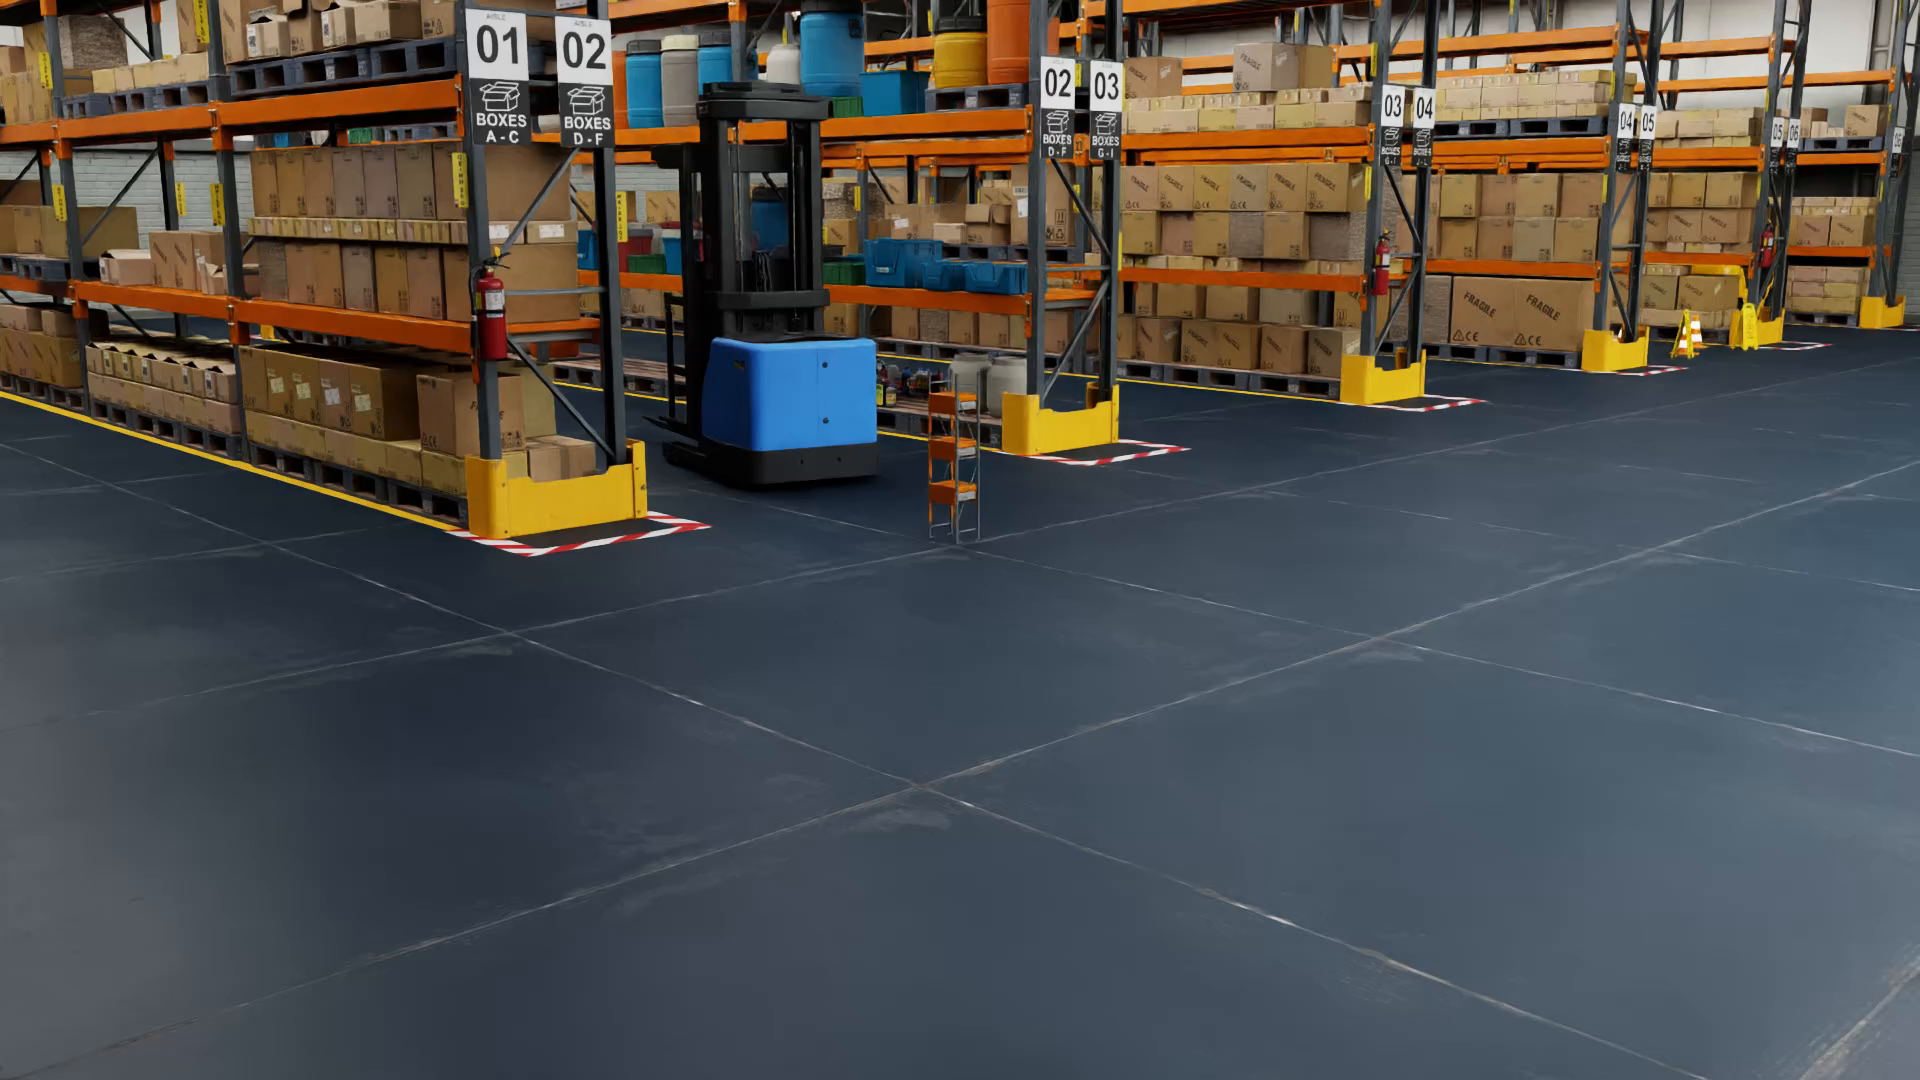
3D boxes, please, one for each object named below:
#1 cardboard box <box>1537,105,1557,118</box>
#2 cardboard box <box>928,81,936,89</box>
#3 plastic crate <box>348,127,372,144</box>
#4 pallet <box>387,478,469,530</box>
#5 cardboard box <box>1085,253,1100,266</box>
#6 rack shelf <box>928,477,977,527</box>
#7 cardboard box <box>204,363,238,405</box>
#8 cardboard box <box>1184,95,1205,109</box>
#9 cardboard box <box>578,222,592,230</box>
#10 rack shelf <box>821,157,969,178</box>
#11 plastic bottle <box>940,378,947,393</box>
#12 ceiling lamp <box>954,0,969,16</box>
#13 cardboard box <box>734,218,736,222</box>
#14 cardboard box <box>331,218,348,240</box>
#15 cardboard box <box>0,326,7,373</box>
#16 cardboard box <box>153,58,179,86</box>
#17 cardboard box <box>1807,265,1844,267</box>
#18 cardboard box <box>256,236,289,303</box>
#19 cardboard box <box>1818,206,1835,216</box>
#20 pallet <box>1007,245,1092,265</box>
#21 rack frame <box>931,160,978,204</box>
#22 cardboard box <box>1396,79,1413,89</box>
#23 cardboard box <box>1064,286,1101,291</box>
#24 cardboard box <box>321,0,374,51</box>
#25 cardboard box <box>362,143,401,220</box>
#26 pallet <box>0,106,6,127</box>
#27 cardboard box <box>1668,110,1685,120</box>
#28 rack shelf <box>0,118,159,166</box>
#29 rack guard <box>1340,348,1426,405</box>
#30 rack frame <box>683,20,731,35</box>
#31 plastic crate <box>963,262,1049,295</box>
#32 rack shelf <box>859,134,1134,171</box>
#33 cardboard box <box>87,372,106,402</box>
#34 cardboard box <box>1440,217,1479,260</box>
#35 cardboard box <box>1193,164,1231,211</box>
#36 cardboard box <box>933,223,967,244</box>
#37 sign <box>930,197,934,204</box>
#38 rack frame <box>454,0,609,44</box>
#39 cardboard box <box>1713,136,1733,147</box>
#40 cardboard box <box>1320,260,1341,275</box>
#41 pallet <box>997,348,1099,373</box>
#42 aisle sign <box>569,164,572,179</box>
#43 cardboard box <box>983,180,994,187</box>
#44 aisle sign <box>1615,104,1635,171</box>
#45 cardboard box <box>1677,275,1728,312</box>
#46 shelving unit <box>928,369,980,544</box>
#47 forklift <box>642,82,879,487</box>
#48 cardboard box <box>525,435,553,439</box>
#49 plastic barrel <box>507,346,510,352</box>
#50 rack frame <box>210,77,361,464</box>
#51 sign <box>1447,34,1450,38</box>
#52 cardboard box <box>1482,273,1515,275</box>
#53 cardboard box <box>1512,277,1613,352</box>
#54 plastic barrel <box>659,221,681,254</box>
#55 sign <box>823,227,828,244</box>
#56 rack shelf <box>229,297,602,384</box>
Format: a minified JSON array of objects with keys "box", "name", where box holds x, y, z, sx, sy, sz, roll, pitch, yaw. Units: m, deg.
[{"box":[7.368,-5.310,20.623,0.380,0.149,0.250,-11,16,-42],"name":"cardboard box"},{"box":[-0.149,-5.636,21.387,0.500,0.500,0.500,11,16,44],"name":"cardboard box"},{"box":[-8.192,-5.493,22.597,0.416,0.233,0.300,-11,16,-43],"name":"plastic crate"},{"box":[-3.189,-0.317,11.400,1.003,0.211,1.213,-11,16,-43],"name":"pallet"},{"box":[1.705,-3.344,19.806,0.380,0.149,0.250,-11,16,-43],"name":"cardboard box"},{"box":[-0.037,-0.239,10.375,0.215,0.259,0.240,-11,16,-43],"name":"rack shelf"},{"box":[-5.880,-1.313,13.710,0.500,0.311,0.500,-11,16,-43],"name":"cardboard box"},{"box":[2.704,-4.856,18.472,0.380,0.149,0.250,-11,16,-44],"name":"cardboard box"},{"box":[-6.013,-5.181,27.736,0.500,0.250,0.500,-11,16,-43],"name":"cardboard box"},{"box":[-1.474,-6.793,30.273,1.077,0.370,4.000,-11,16,-43],"name":"rack shelf"},{"box":[-0.144,-1.435,15.759,0.097,0.201,0.097,0,12,0],"name":"plastic bottle"},{"box":[0.707,-13.229,37.830,2.000,3.185,0.800,-11,16,-43],"name":"ceiling lamp"},{"box":[-3.266,-4.582,24.943,0.500,0.500,0.500,-11,16,-42],"name":"cardboard box"},{"box":[-4.275,-2.236,11.947,0.380,0.149,0.250,-11,16,-43],"name":"cardboard box"},{"box":[-10.383,-2.139,18.436,0.500,0.500,0.500,-11,16,-42],"name":"cardboard box"},{"box":[-6.669,-4.050,14.505,0.500,0.250,0.500,10,15,40],"name":"cardboard box"},{"box":[14.749,-4.548,28.320,0.500,0.250,0.500,-11,16,-42],"name":"cardboard box"},{"box":[-5.082,-2.146,13.119,0.500,0.500,0.700,11,16,44],"name":"cardboard box"},{"box":[14.517,-5.488,27.733,0.380,0.149,0.250,-11,16,-42],"name":"cardboard box"},{"box":[1.352,-3.578,20.796,1.003,0.211,1.213,-11,16,-43],"name":"pallet"},{"box":[-0.093,-5.385,29.087,1.000,3.000,0.127,-11,16,-43],"name":"rack frame"},{"box":[5.964,-5.997,21.983,0.380,0.149,0.250,-11,16,-43],"name":"cardboard box"},{"box":[2.026,-3.842,26.752,0.500,0.500,0.500,-11,16,-43],"name":"cardboard box"},{"box":[-4.001,-3.489,11.286,0.500,0.311,0.500,-9,14,-36],"name":"cardboard box"},{"box":[-3.696,-2.488,11.567,0.700,0.500,0.500,-11,16,-42],"name":"cardboard box"},{"box":[-9.800,-4.449,17.580,1.213,0.211,1.003,-11,16,-43],"name":"pallet"},{"box":[10.615,-6.241,24.458,0.380,0.149,0.250,-11,16,-43],"name":"cardboard box"},{"box":[-9.537,-4.153,17.459,1.077,0.370,4.000,-11,16,-43],"name":"rack shelf"},{"box":[4.484,-1.744,17.609,1.175,0.500,0.348,-11,16,-43],"name":"rack guard"},{"box":[-3.750,-7.646,25.198,1.000,3.000,0.127,-11,16,-43],"name":"rack frame"},{"box":[0.392,-2.225,14.120,0.499,0.251,0.616,-11,16,-43],"name":"plastic crate"},{"box":[0.393,-4.949,21.323,1.077,0.370,4.000,-11,16,-43],"name":"rack shelf"},{"box":[-8.006,-1.486,15.938,0.500,0.250,0.500,-11,16,-43],"name":"cardboard box"},{"box":[6.817,-4.003,22.007,0.875,0.550,0.500,-11,16,-43],"name":"cardboard box"},{"box":[2.946,-3.907,18.450,0.500,0.500,0.500,-11,16,-43],"name":"cardboard box"},{"box":[0.003,-3.980,21.600,0.500,0.250,0.500,11,16,44],"name":"cardboard box"},{"box":[-0.480,-5.732,28.627,0.100,0.325,0.005,-11,16,-43],"name":"sign"},{"box":[-2.631,-4.515,10.000,1.000,3.000,0.127,-11,16,-43],"name":"rack frame"},{"box":[11.060,-5.729,23.946,0.380,0.149,0.250,-11,16,-42],"name":"cardboard box"},{"box":[4.018,-2.883,17.568,0.380,0.149,0.250,-11,16,-43],"name":"cardboard box"},{"box":[1.236,-2.288,20.968,1.003,0.211,1.213,-11,16,-43],"name":"pallet"},{"box":[-6.779,-6.534,28.223,0.394,0.787,0.004,-11,16,-43],"name":"aisle sign"},{"box":[0.700,-7.439,34.725,0.380,0.149,0.250,-10,16,-41],"name":"cardboard box"},{"box":[8.026,-4.854,20.071,0.394,0.787,0.004,-11,16,-43],"name":"aisle sign"},{"box":[10.962,-3.645,24.556,0.500,0.500,0.500,-11,16,-42],"name":"cardboard box"},{"box":[-0.037,-0.522,10.317,0.215,1.050,0.252,-11,16,-43],"name":"shelving unit"},{"box":[-1.759,-2.076,13.200,1.130,2.935,3.031,-6,13,-28],"name":"forklift"},{"box":[-3.188,-0.618,11.722,0.500,0.250,0.500,-11,16,-43],"name":"cardboard box"},{"box":[-5.700,-2.693,20.956,0.600,0.588,0.708,-11,16,-43],"name":"plastic barrel"},{"box":[-5.393,-2.161,13.439,1.000,3.000,0.127,-11,16,-43],"name":"rack frame"},{"box":[9.381,-9.555,31.951,0.100,0.325,0.005,-11,16,-43],"name":"sign"},{"box":[10.645,-5.053,32.322,0.875,0.625,0.625,-10,15,-41],"name":"cardboard box"},{"box":[7.678,-2.888,21.194,0.875,0.875,0.875,-11,16,-42],"name":"cardboard box"},{"box":[-3.115,-3.257,18.425,0.433,0.535,0.433,0,12,0],"name":"plastic barrel"},{"box":[-1.402,-3.061,17.123,0.100,0.325,0.005,-11,16,-43],"name":"sign"},{"box":[-4.012,-1.516,12.095,1.077,0.370,4.000,-11,16,-43],"name":"rack shelf"}]
